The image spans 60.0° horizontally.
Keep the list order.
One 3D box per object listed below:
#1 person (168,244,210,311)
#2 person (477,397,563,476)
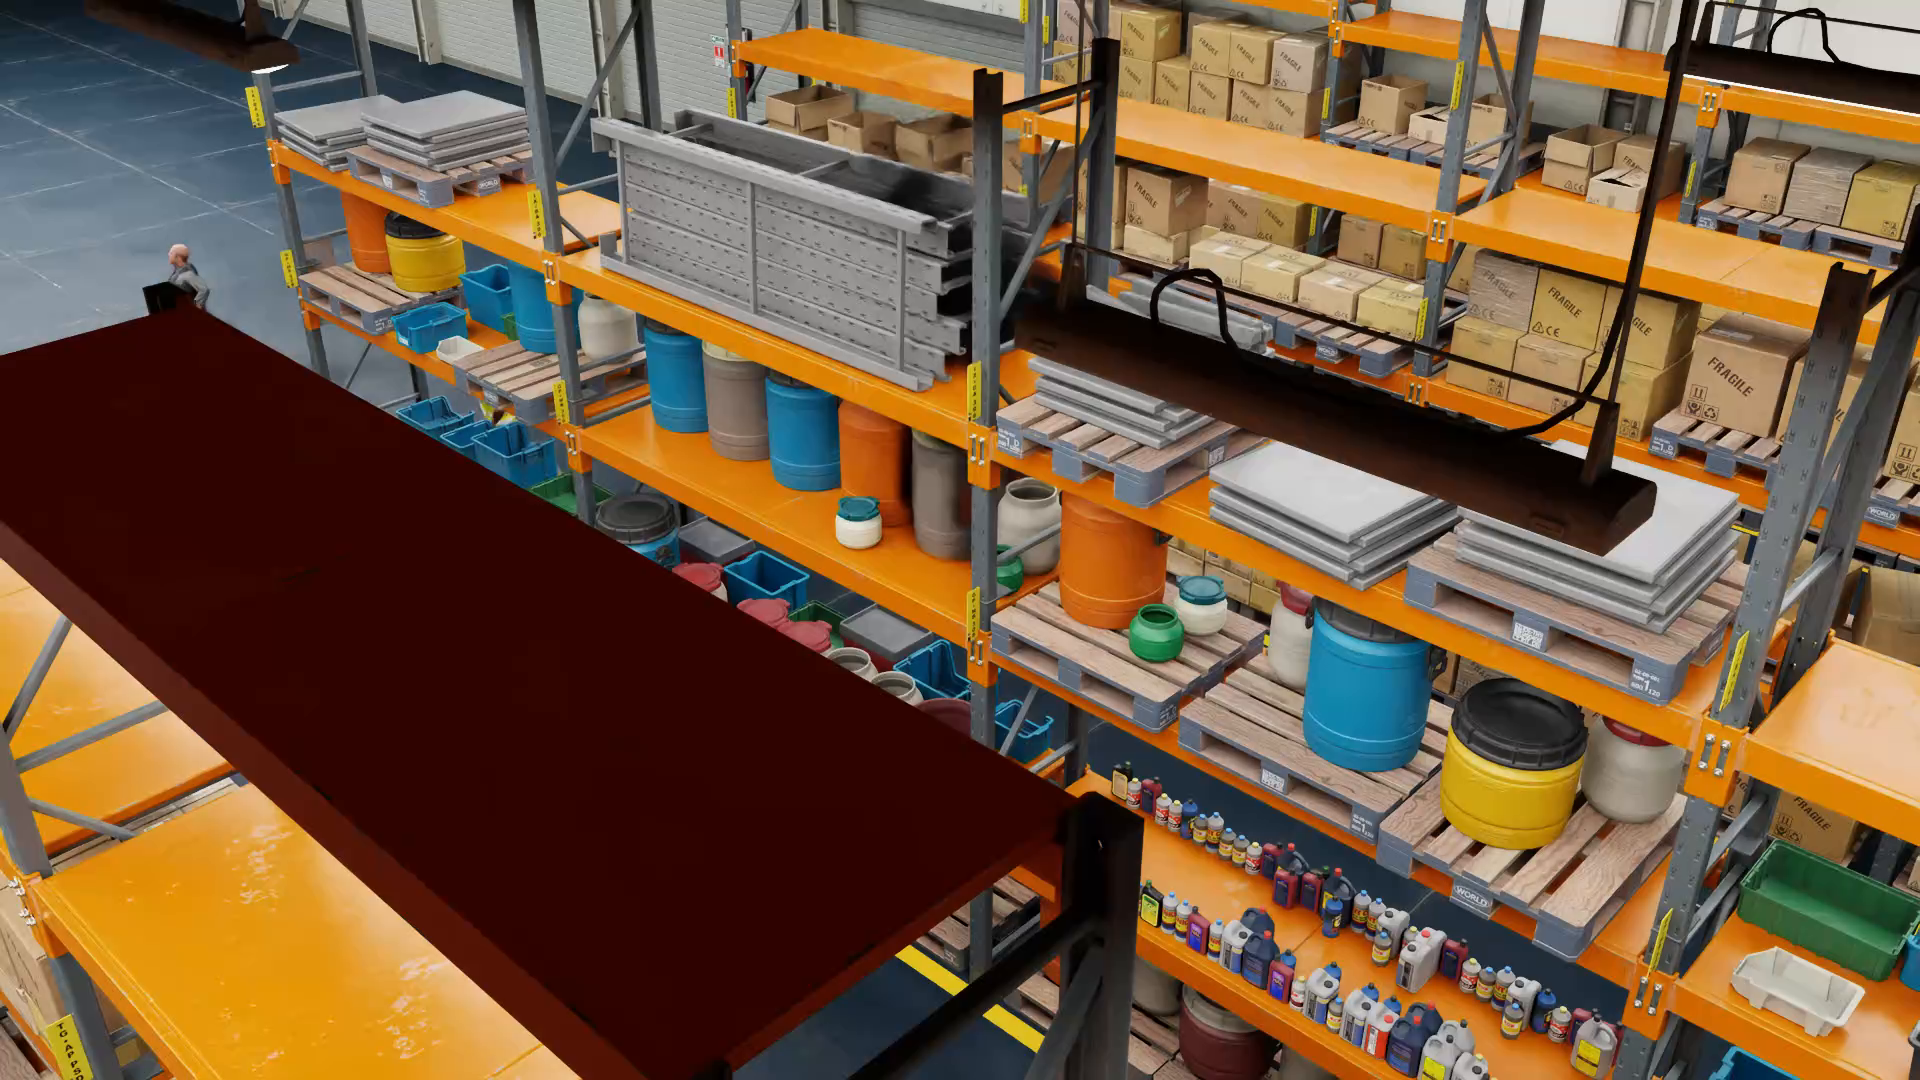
[{"bbox_3d":[-8.807,-2.551,18.983,1.054,1.681,0.672,-10,31,-18],"label":"person"},{"bbox_3d":[-4.587,-1.214,16.591,0.957,1.752,0.758,9,31,16],"label":"person"}]
